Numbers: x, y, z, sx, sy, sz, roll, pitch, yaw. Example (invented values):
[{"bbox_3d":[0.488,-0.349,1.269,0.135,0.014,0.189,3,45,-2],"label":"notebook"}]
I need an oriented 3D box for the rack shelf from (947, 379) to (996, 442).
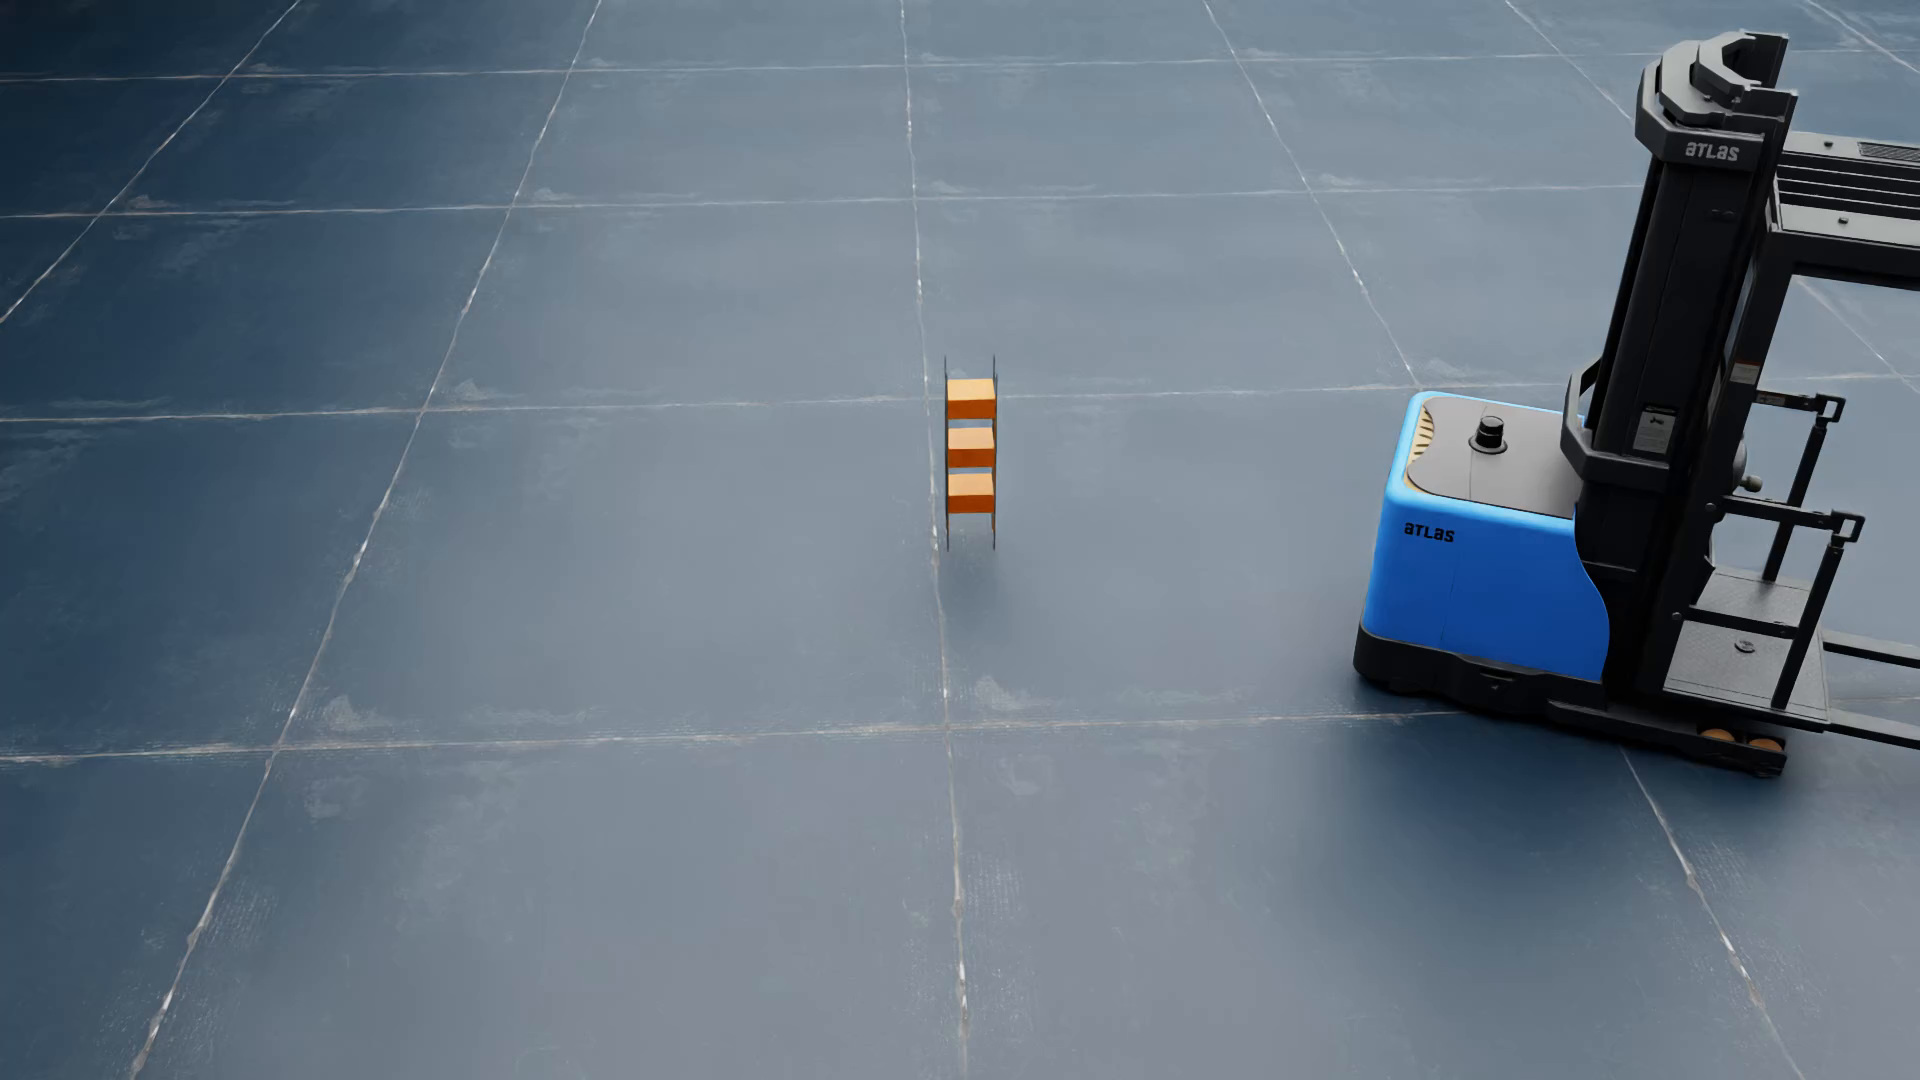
[{"bbox_3d":[0.053,-0.658,8.334,0.240,0.259,0.215,-2,35,-2],"label":"rack shelf"}]

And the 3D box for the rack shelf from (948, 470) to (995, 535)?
[{"bbox_3d":[0.053,-0.196,8.654,0.240,0.259,0.215,-2,35,-2],"label":"rack shelf"}]

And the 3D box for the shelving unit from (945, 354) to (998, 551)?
[{"bbox_3d":[0.053,-0.433,8.490,0.252,1.050,0.215,-2,35,-2],"label":"shelving unit"}]

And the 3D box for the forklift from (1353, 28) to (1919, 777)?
[{"bbox_3d":[3.419,-0.511,6.949,3.031,2.935,1.130,11,36,16],"label":"forklift"}]

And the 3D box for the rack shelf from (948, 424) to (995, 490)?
[{"bbox_3d":[0.053,-0.424,8.496,0.240,0.259,0.215,-2,35,-2],"label":"rack shelf"}]

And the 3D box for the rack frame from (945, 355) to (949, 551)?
[{"bbox_3d":[-0.068,-0.430,8.485,0.008,1.050,0.200,-2,35,-2],"label":"rack frame"}]

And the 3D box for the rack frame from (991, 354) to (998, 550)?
[{"bbox_3d":[0.175,-0.436,8.494,0.008,1.050,0.200,-2,35,-2],"label":"rack frame"}]
